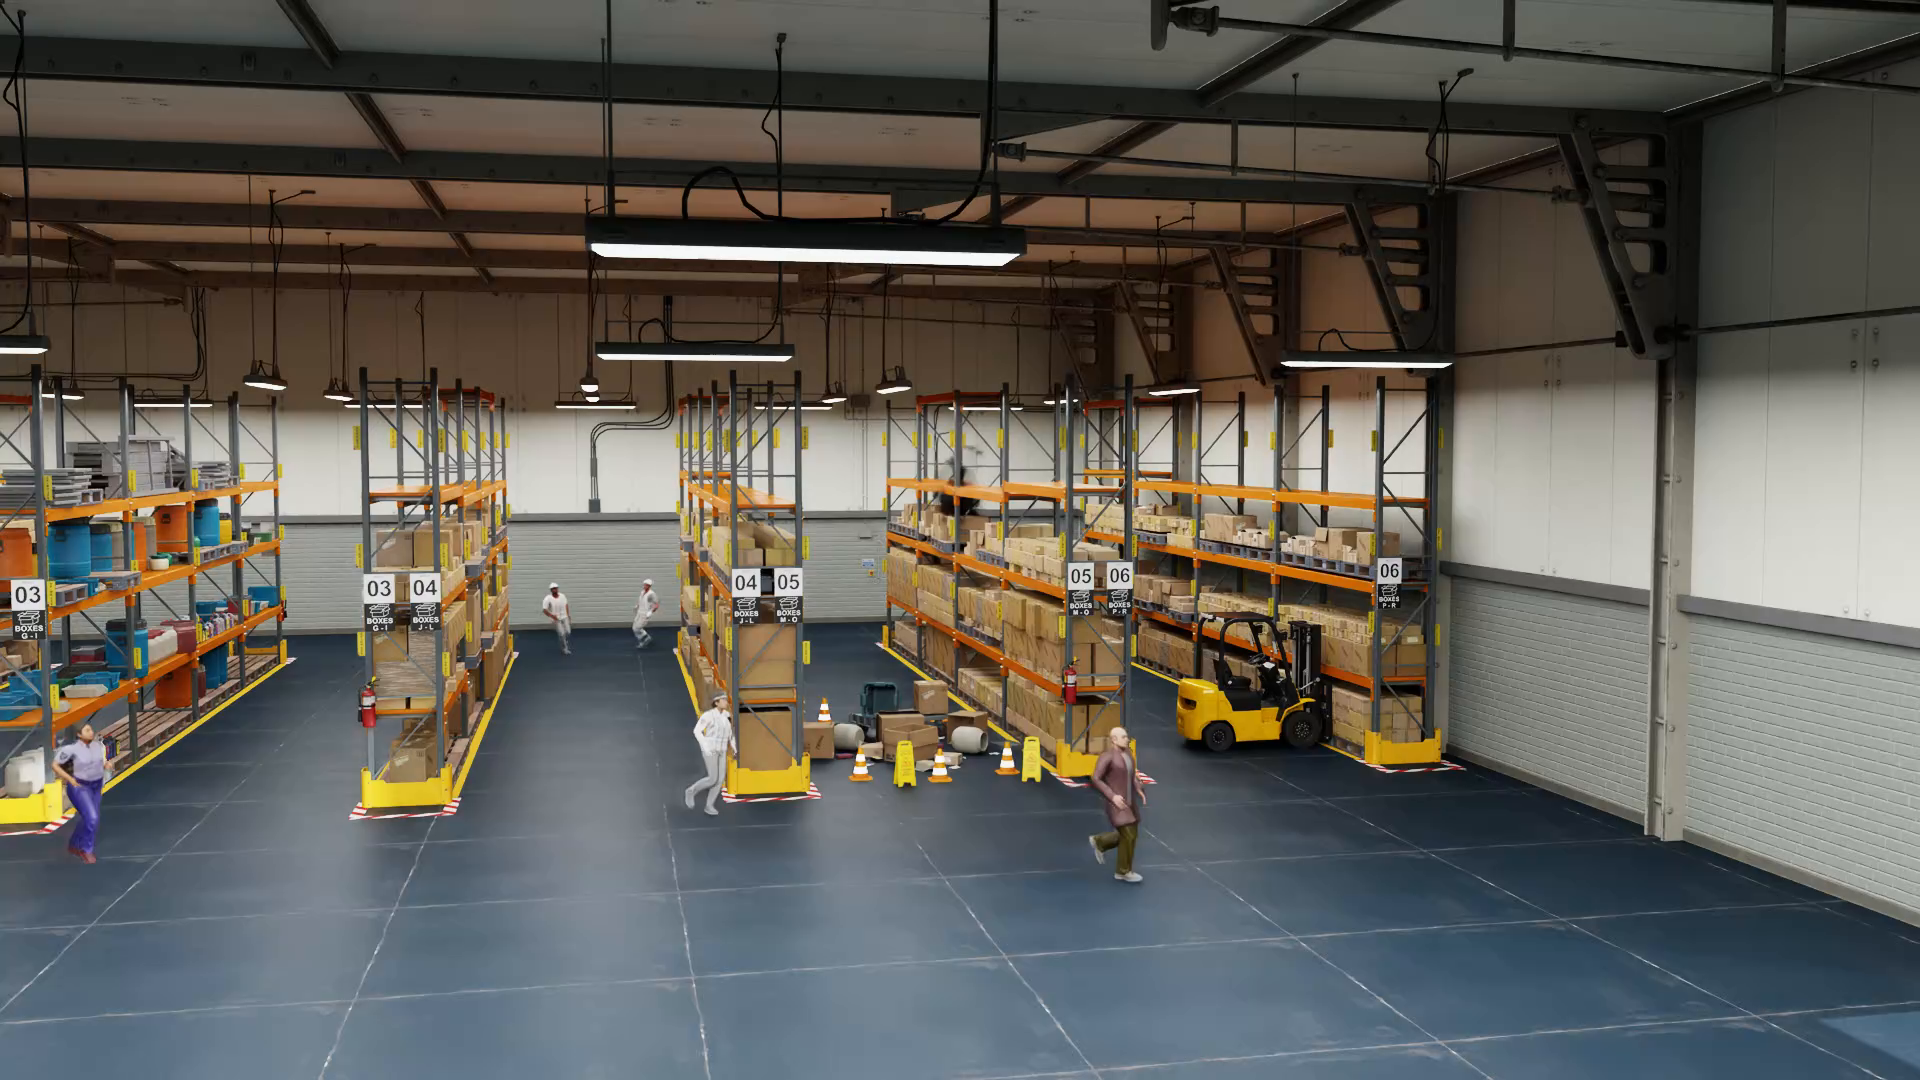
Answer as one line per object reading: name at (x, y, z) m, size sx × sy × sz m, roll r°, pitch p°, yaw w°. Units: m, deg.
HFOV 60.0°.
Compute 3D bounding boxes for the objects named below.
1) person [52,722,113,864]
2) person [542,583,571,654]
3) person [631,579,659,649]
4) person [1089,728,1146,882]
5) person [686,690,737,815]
person at (-10.424, 3.026, 19.846) m, size 0.660 × 1.708 × 0.597 m, roll 1°, pitch 4°, yaw 14°
person at (-9.387, 1.843, 38.830) m, size 0.686 × 1.688 × 0.543 m, roll -2°, pitch 4°, yaw -36°
person at (-7.572, 1.778, 39.861) m, size 0.525 × 1.701 × 0.733 m, roll -3°, pitch 5°, yaw -43°
person at (1.774, 2.998, 18.992) m, size 0.760 × 1.733 × 0.752 m, roll 3°, pitch 4°, yaw 38°
person at (-3.333, 2.847, 22.518) m, size 0.556 × 1.640 × 0.676 m, roll 2°, pitch 4°, yaw 36°
